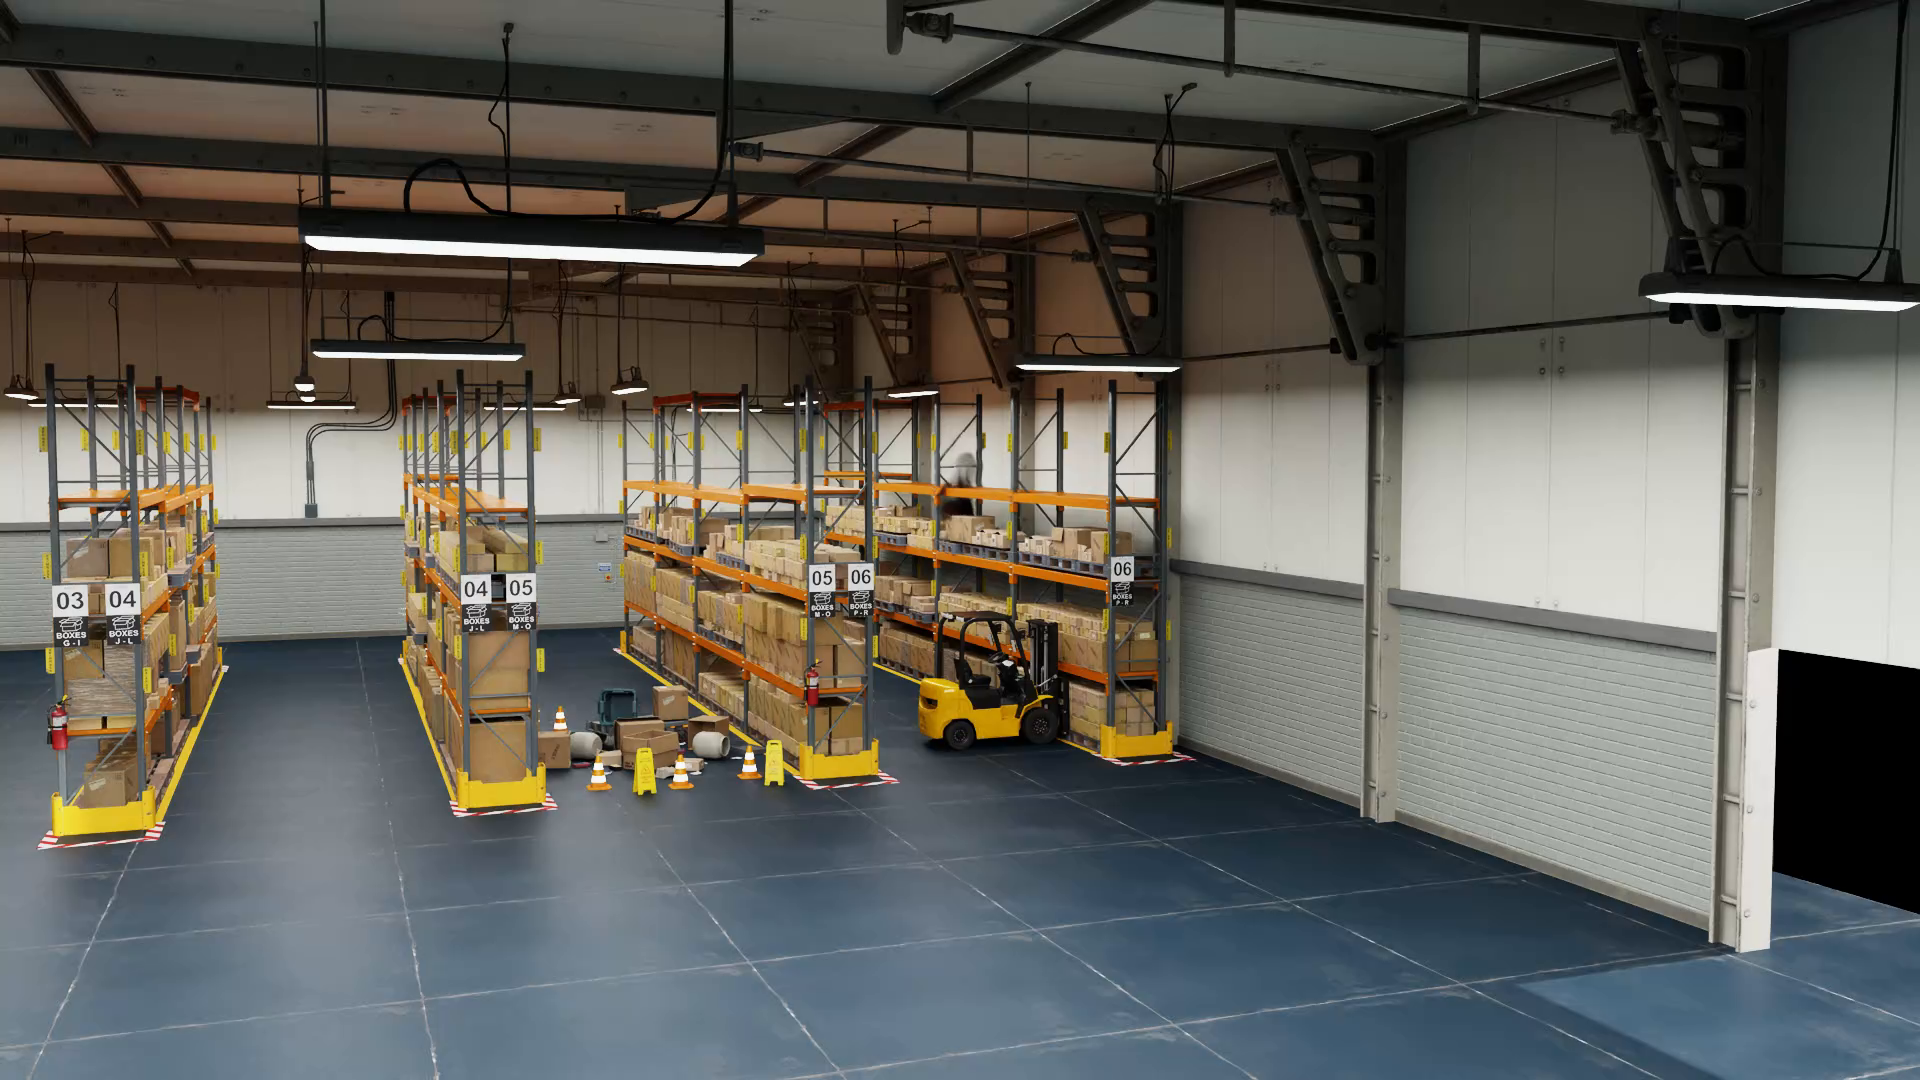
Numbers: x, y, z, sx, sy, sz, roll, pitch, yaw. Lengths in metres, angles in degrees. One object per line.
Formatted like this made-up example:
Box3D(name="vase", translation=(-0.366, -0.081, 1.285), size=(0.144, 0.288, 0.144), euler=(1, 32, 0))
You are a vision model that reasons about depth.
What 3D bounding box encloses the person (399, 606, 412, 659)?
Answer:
Box3D(name="person", translation=(-12.730, 1.938, 38.883), size=(0.787, 1.620, 0.566), euler=(-3, 4, -40))
